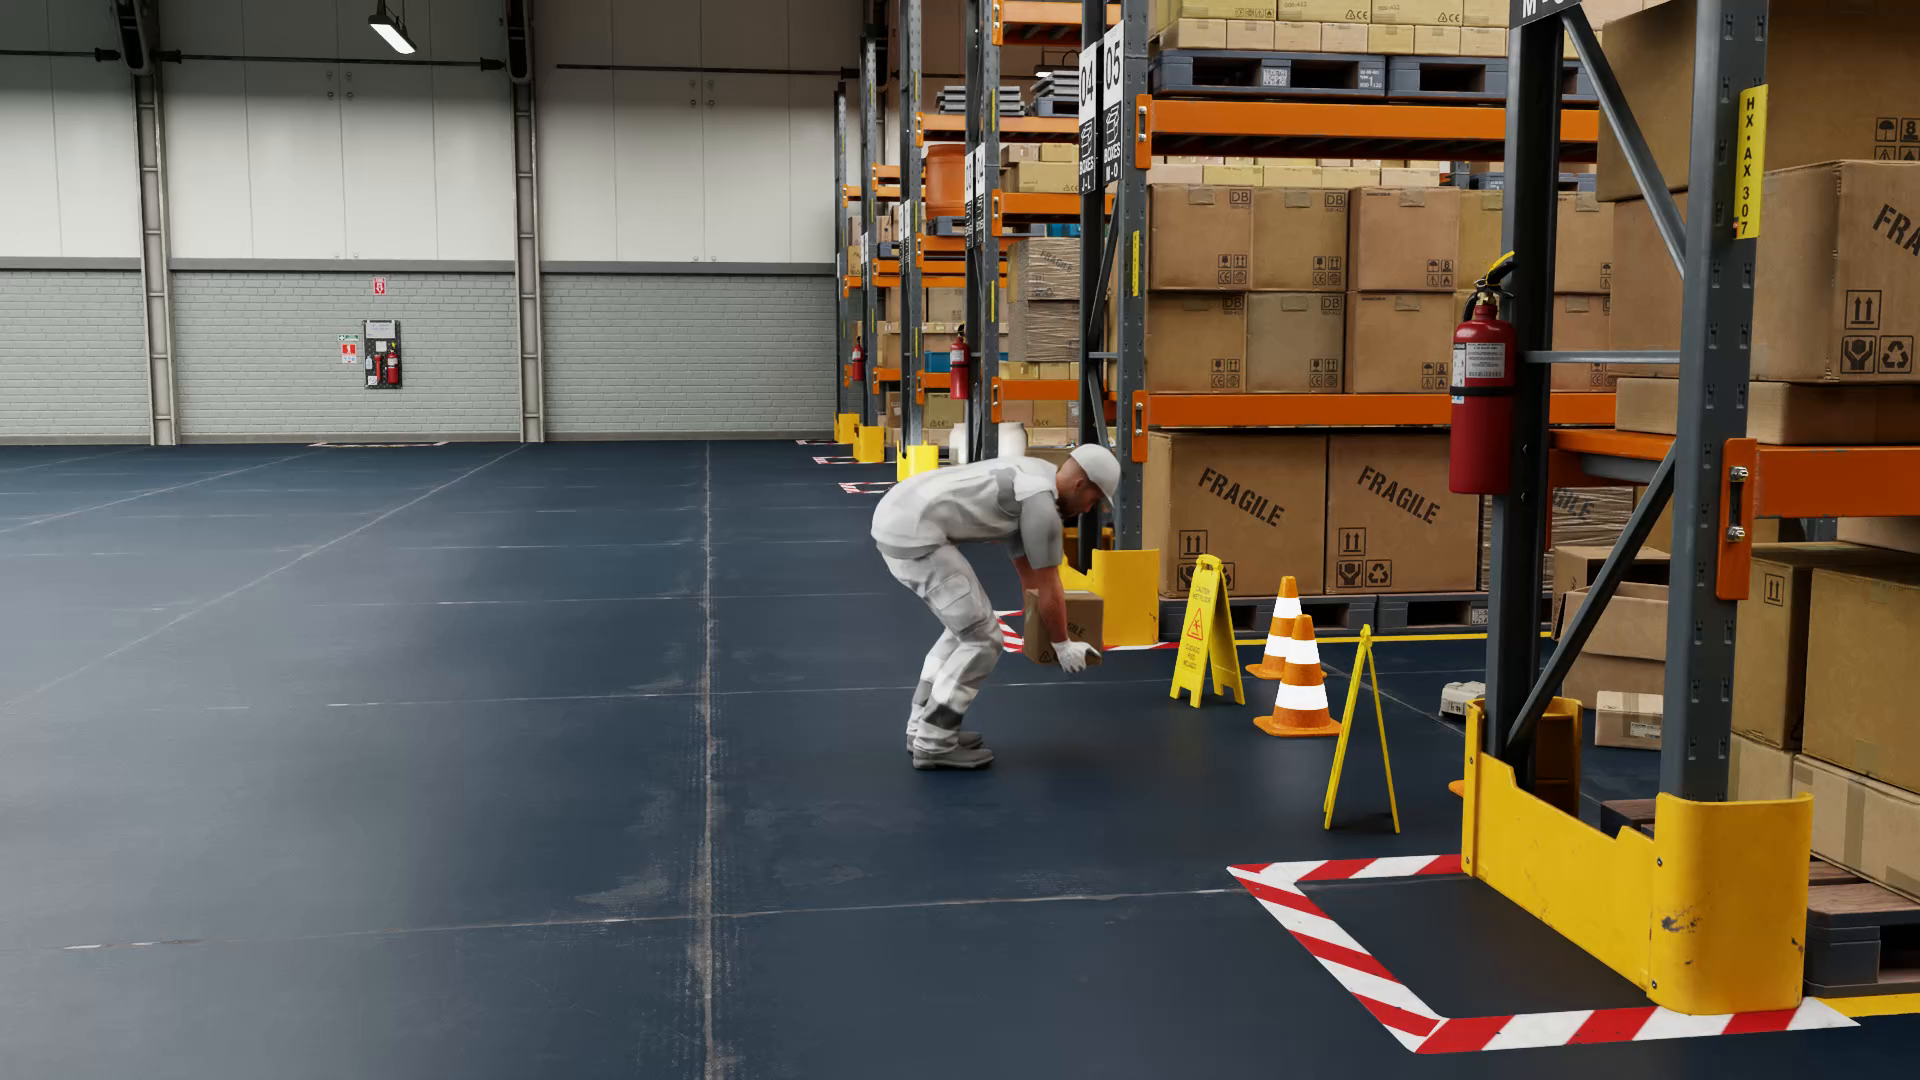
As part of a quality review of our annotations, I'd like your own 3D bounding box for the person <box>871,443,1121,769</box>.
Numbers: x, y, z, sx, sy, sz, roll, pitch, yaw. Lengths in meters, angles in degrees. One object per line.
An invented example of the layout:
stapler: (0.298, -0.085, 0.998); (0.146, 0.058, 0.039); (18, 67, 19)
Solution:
person: (0.142, 0.232, 6.244); (0.944, 1.180, 0.517); (-1, 7, -11)
